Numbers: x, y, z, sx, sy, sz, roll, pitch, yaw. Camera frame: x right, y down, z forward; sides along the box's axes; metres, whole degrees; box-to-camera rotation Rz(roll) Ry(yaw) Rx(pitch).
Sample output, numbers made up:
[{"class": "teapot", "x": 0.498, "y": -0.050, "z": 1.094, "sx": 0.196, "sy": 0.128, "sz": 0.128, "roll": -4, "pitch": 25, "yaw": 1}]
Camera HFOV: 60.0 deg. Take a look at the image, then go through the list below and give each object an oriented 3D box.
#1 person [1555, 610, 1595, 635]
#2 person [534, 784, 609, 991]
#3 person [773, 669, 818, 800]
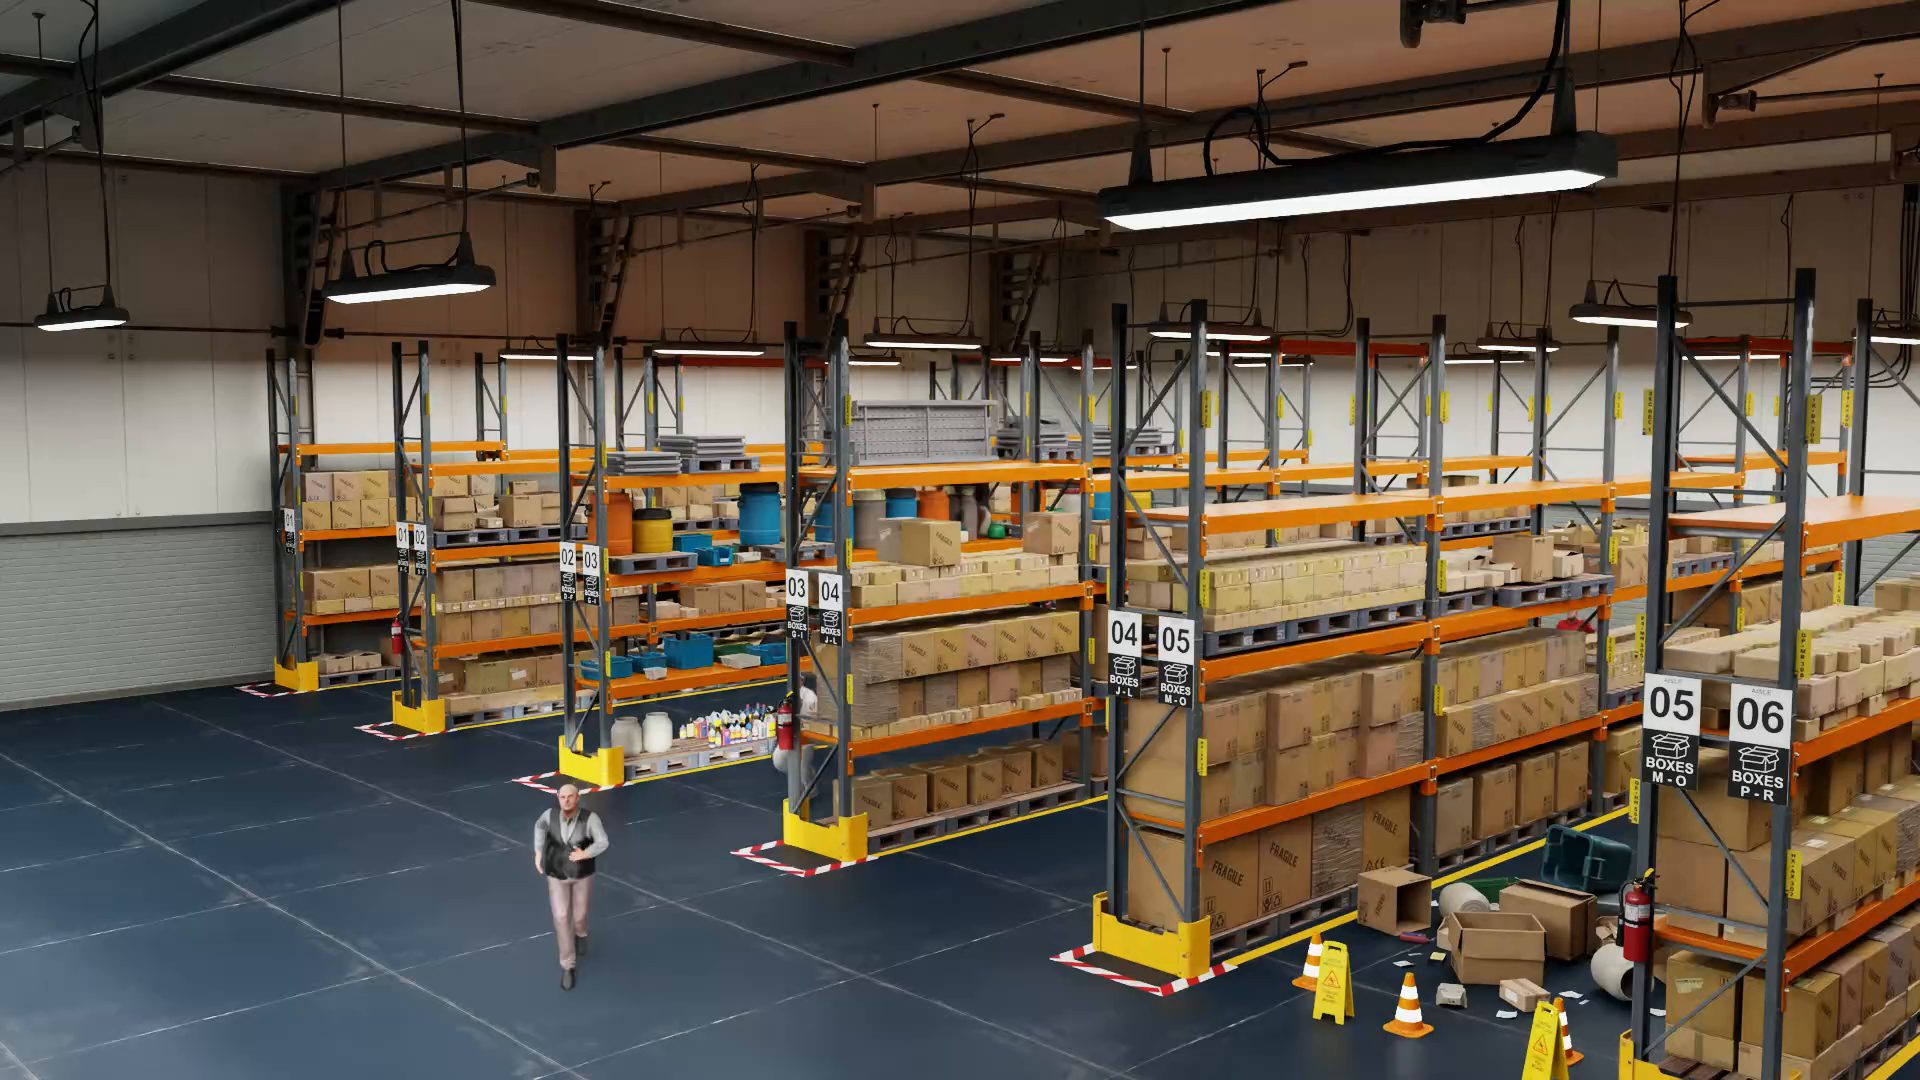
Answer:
[{"class": "person", "x": 10.211, "y": 1.941, "z": 27.702, "sx": 0.675, "sy": 1.714, "sz": 0.854, "roll": 4, "pitch": 6, "yaw": 38}, {"class": "person", "x": -3.472, "y": 3.026, "z": 14.876, "sx": 0.678, "sy": 1.752, "sz": 0.977, "roll": -1, "pitch": 5, "yaw": -6}, {"class": "person", "x": -2.054, "y": 2.460, "z": 21.087, "sx": 0.657, "sy": 1.738, "sz": 0.673, "roll": 4, "pitch": 6, "yaw": 40}]
